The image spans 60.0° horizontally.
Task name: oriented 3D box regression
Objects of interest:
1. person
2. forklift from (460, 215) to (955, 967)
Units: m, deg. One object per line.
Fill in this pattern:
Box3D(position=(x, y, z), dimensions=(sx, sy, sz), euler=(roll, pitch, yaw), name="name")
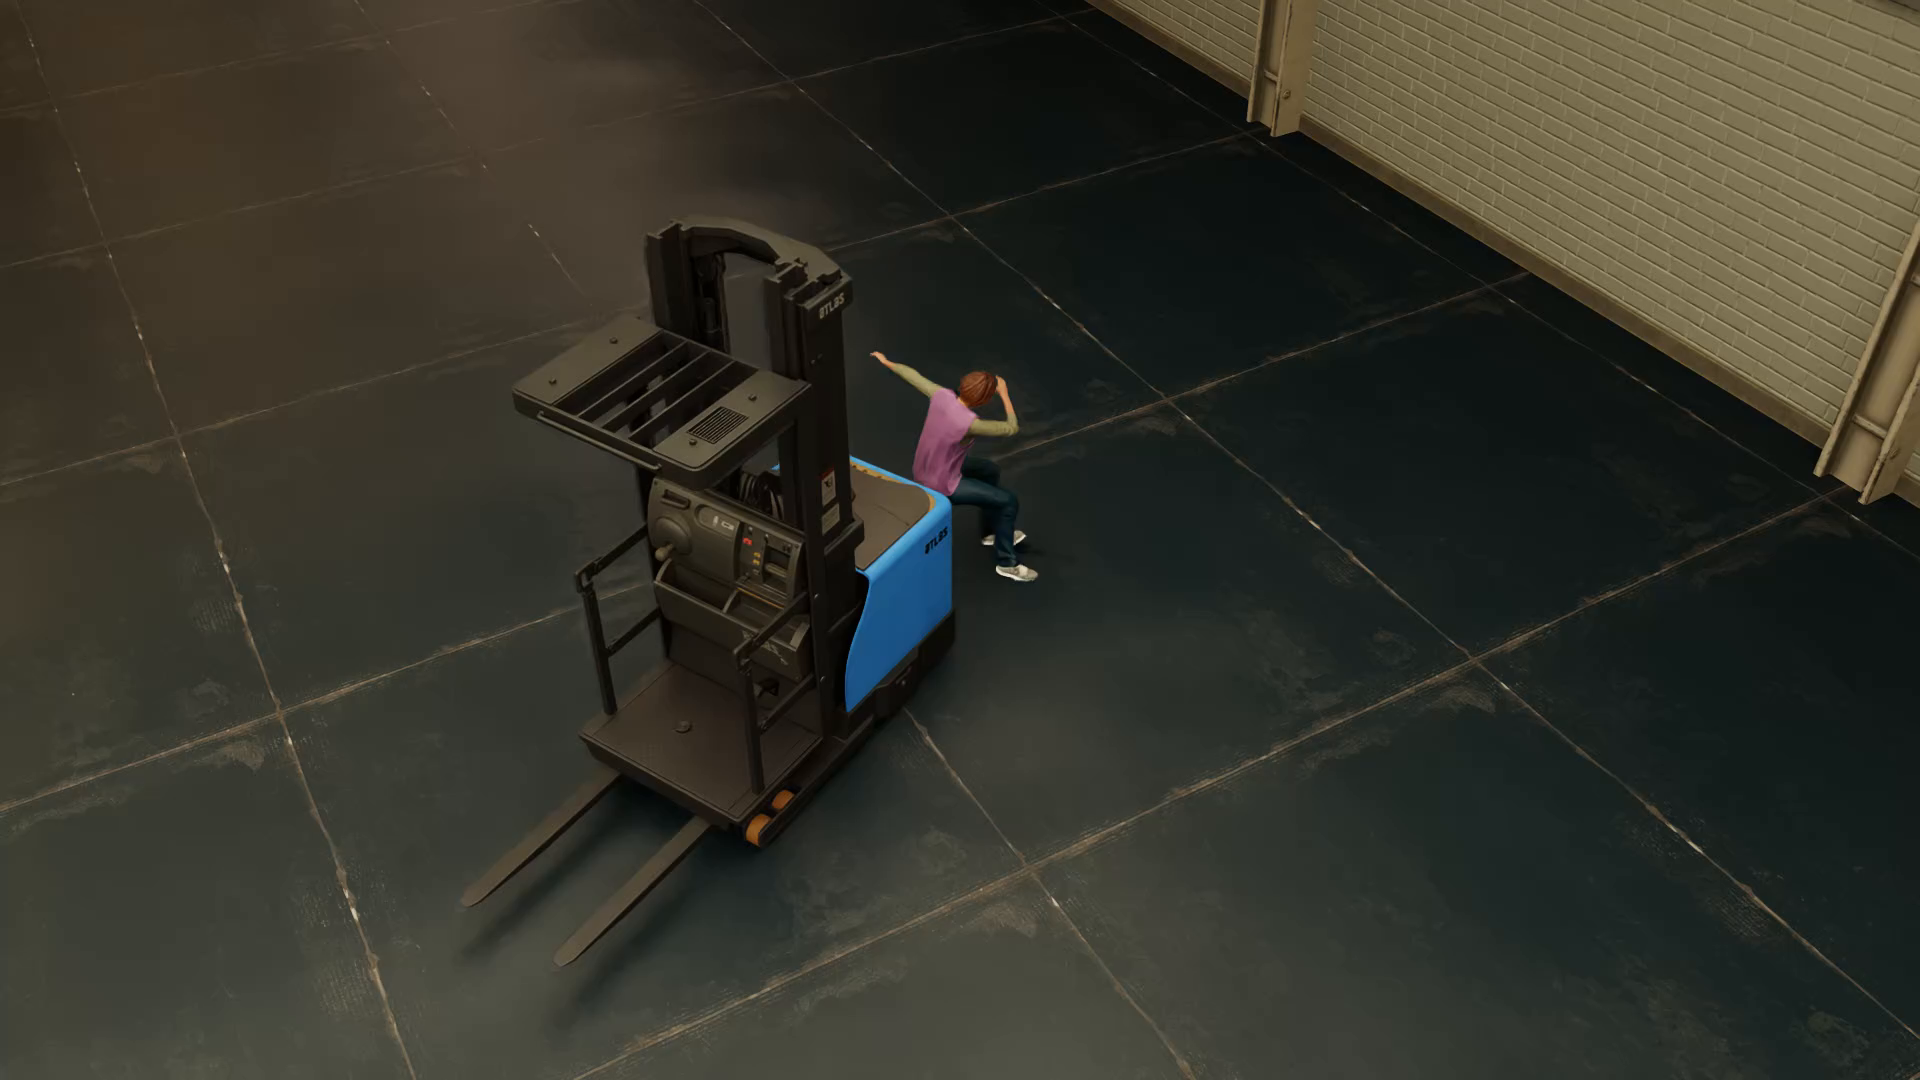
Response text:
Box3D(position=(-0.019, -0.512, 9.981), dimensions=(0.639, 1.282, 1.223), euler=(-20, 44, -22), name="person")
Box3D(position=(-1.265, 0.080, 7.939), dimensions=(1.130, 2.935, 3.031), euler=(23, 45, 25), name="forklift")
